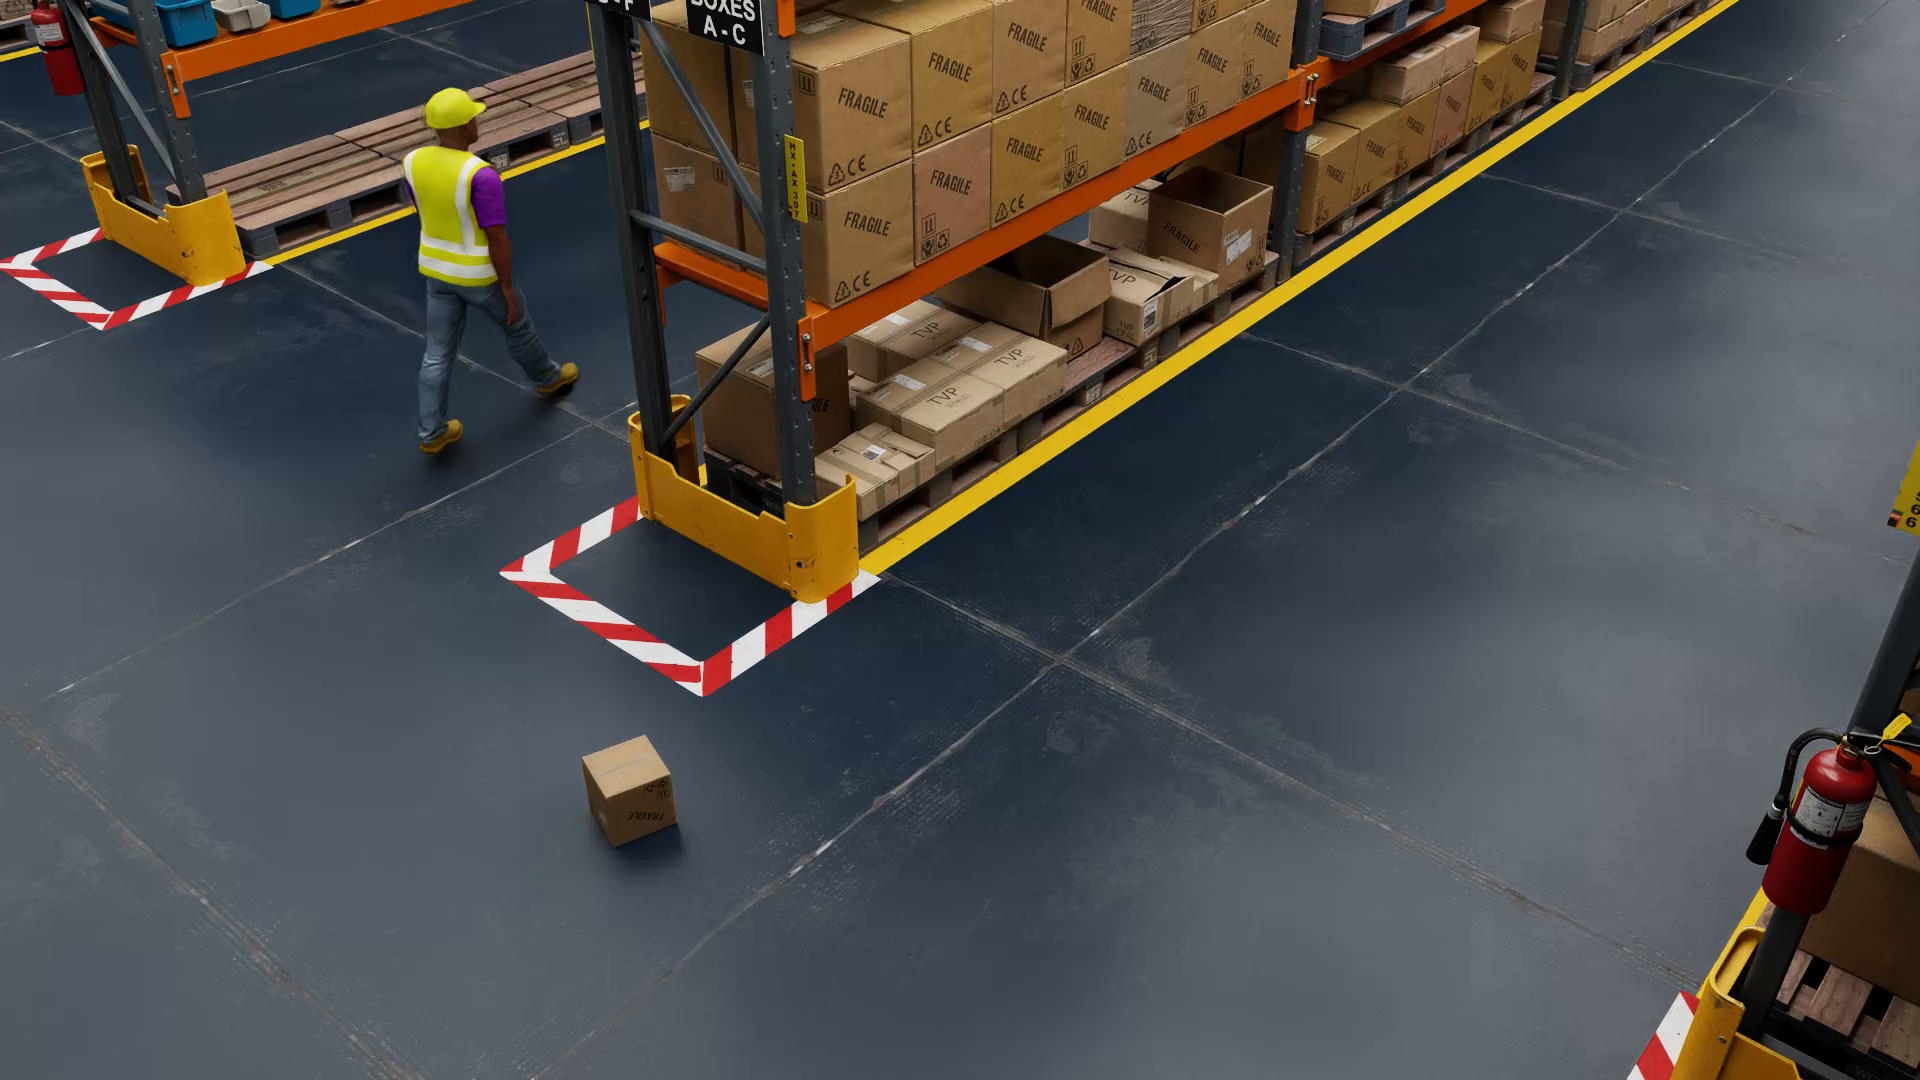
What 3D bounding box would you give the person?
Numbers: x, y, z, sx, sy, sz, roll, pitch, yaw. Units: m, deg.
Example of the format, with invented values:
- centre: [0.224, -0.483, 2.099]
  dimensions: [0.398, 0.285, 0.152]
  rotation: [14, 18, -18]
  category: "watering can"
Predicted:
- centre: [-2.335, -1.345, 8.037]
  dimensions: [0.655, 1.698, 1.067]
  rotation: [12, 37, 17]
  category: "person"
